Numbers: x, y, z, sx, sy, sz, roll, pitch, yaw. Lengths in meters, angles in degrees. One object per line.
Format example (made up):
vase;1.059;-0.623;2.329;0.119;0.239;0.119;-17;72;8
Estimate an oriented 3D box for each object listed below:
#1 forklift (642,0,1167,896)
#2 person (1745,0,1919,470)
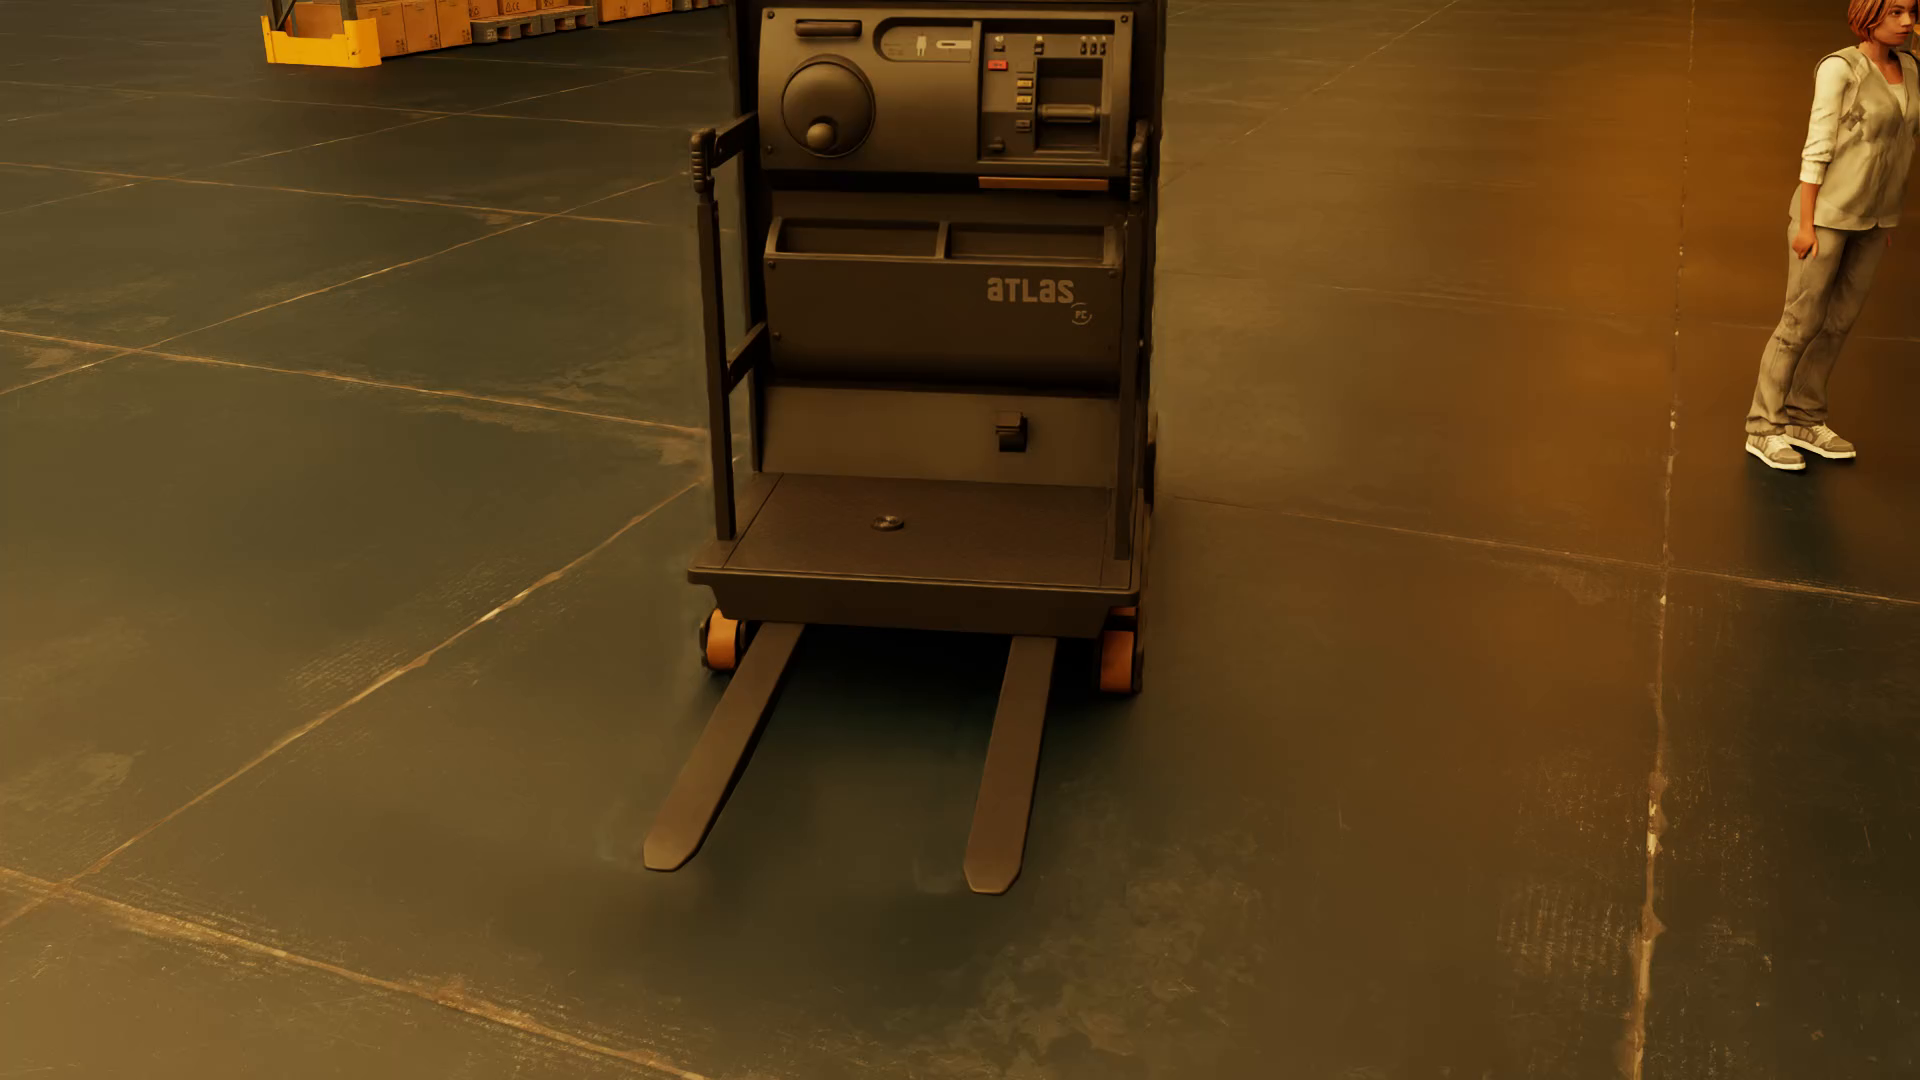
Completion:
forklift;-0.064;-1.106;3.937;1.130;2.935;3.031;3;23;7
person;2.922;-1.038;5.501;0.410;1.604;0.314;-10;25;-23
